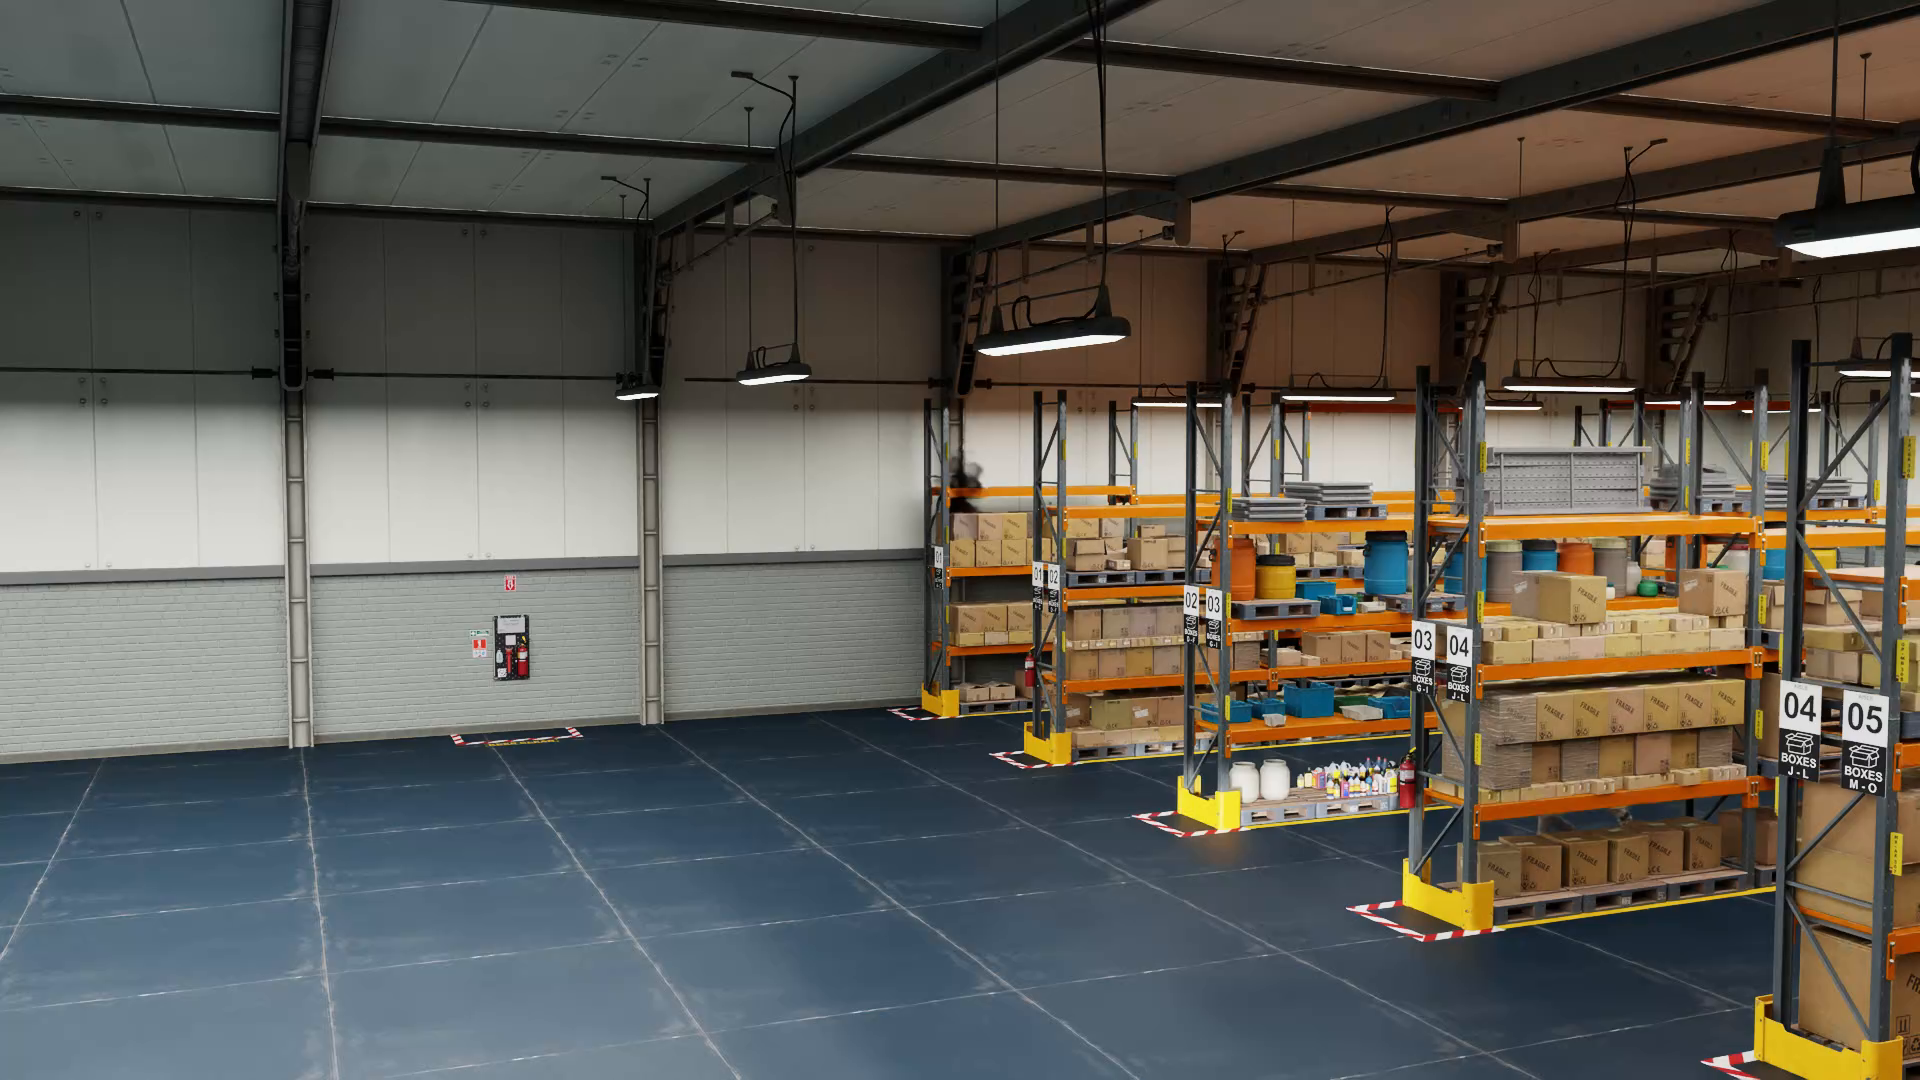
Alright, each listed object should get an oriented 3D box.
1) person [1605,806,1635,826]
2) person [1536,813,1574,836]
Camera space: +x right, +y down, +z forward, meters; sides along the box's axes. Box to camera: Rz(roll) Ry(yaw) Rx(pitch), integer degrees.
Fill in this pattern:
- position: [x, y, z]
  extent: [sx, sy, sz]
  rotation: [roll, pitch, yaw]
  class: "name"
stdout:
- position: [8.392, 3.028, 21.235]
  extent: [0.748, 1.731, 0.687]
  rotation: [-1, 4, -19]
  class: "person"
- position: [7.386, 3.085, 20.802]
  extent: [0.920, 1.699, 0.582]
  rotation: [-2, 4, -27]
  class: "person"
